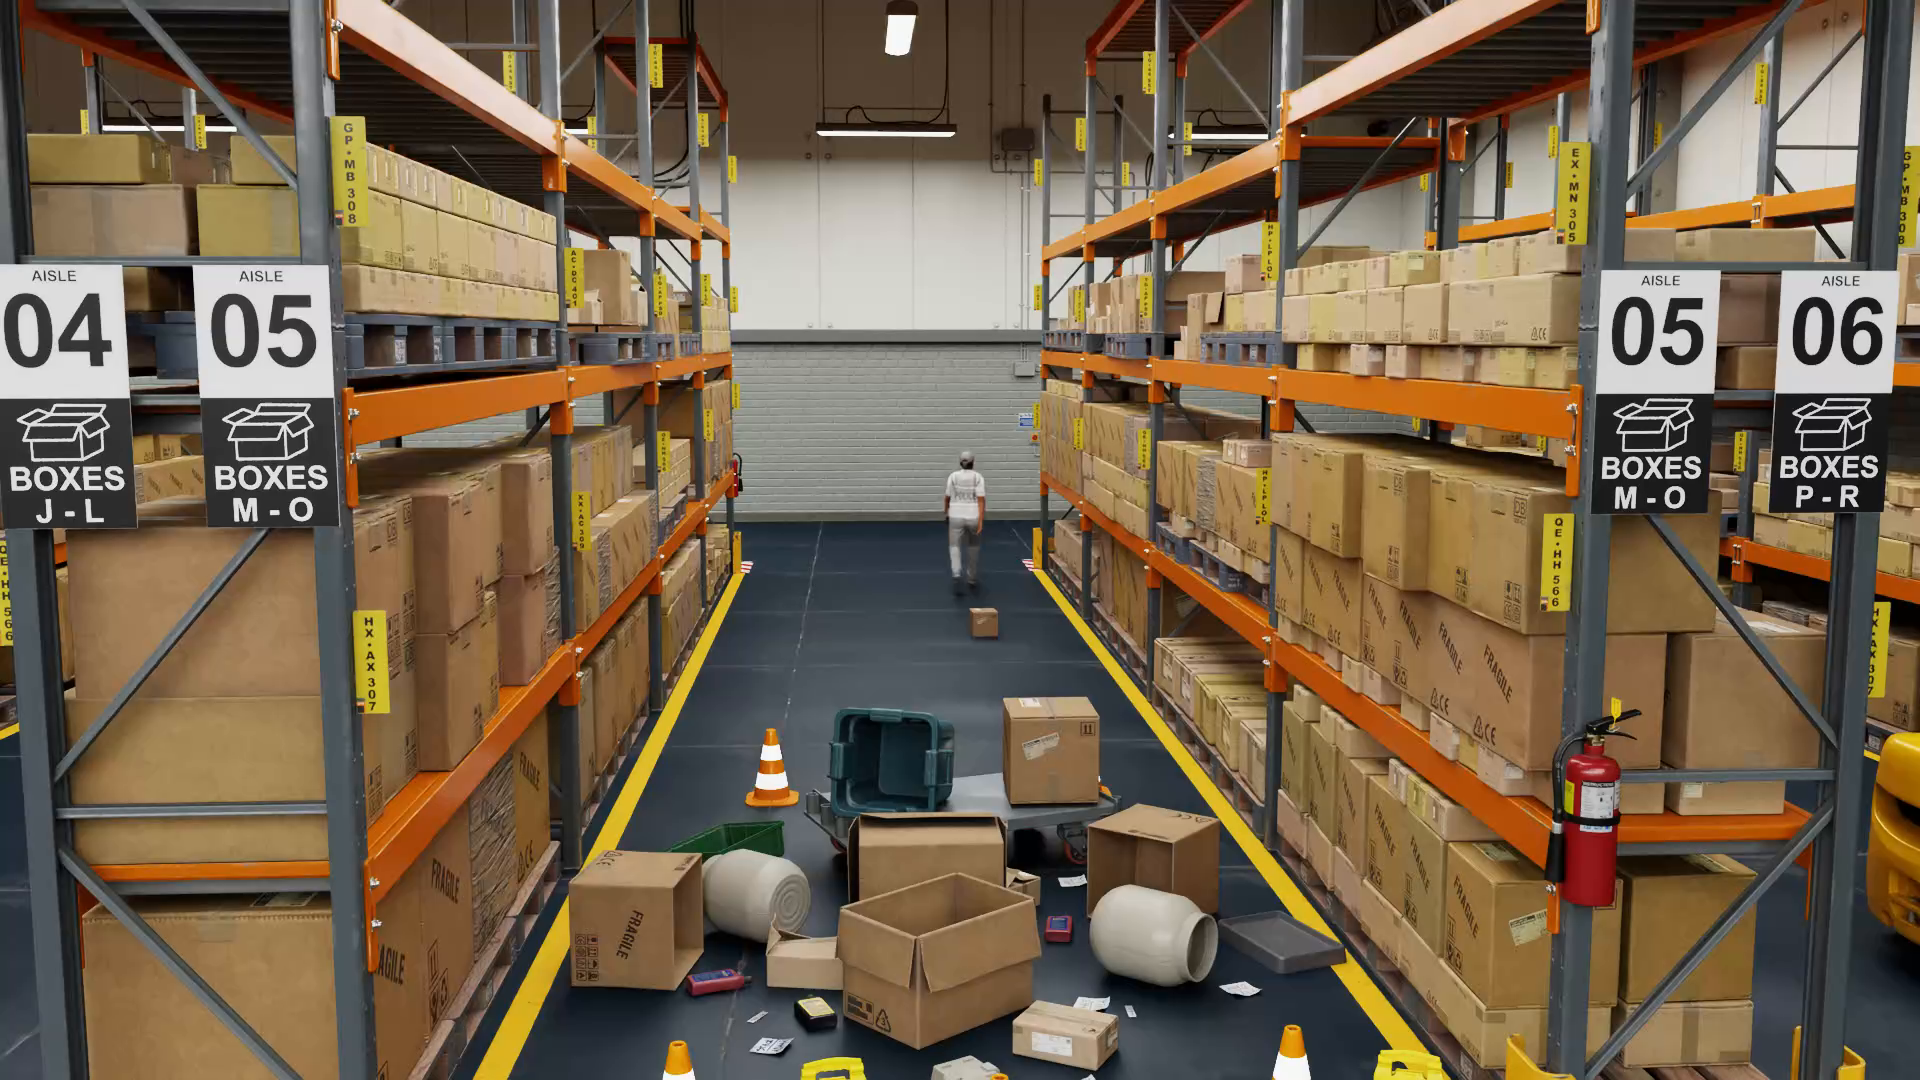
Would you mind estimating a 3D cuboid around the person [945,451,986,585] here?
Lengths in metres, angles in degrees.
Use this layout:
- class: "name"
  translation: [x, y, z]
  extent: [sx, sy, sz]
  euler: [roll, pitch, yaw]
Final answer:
- class: "person"
  translation: [0.060, -0.252, 19.727]
  extent: [0.479, 1.615, 0.949]
  euler: [0, 7, -2]
